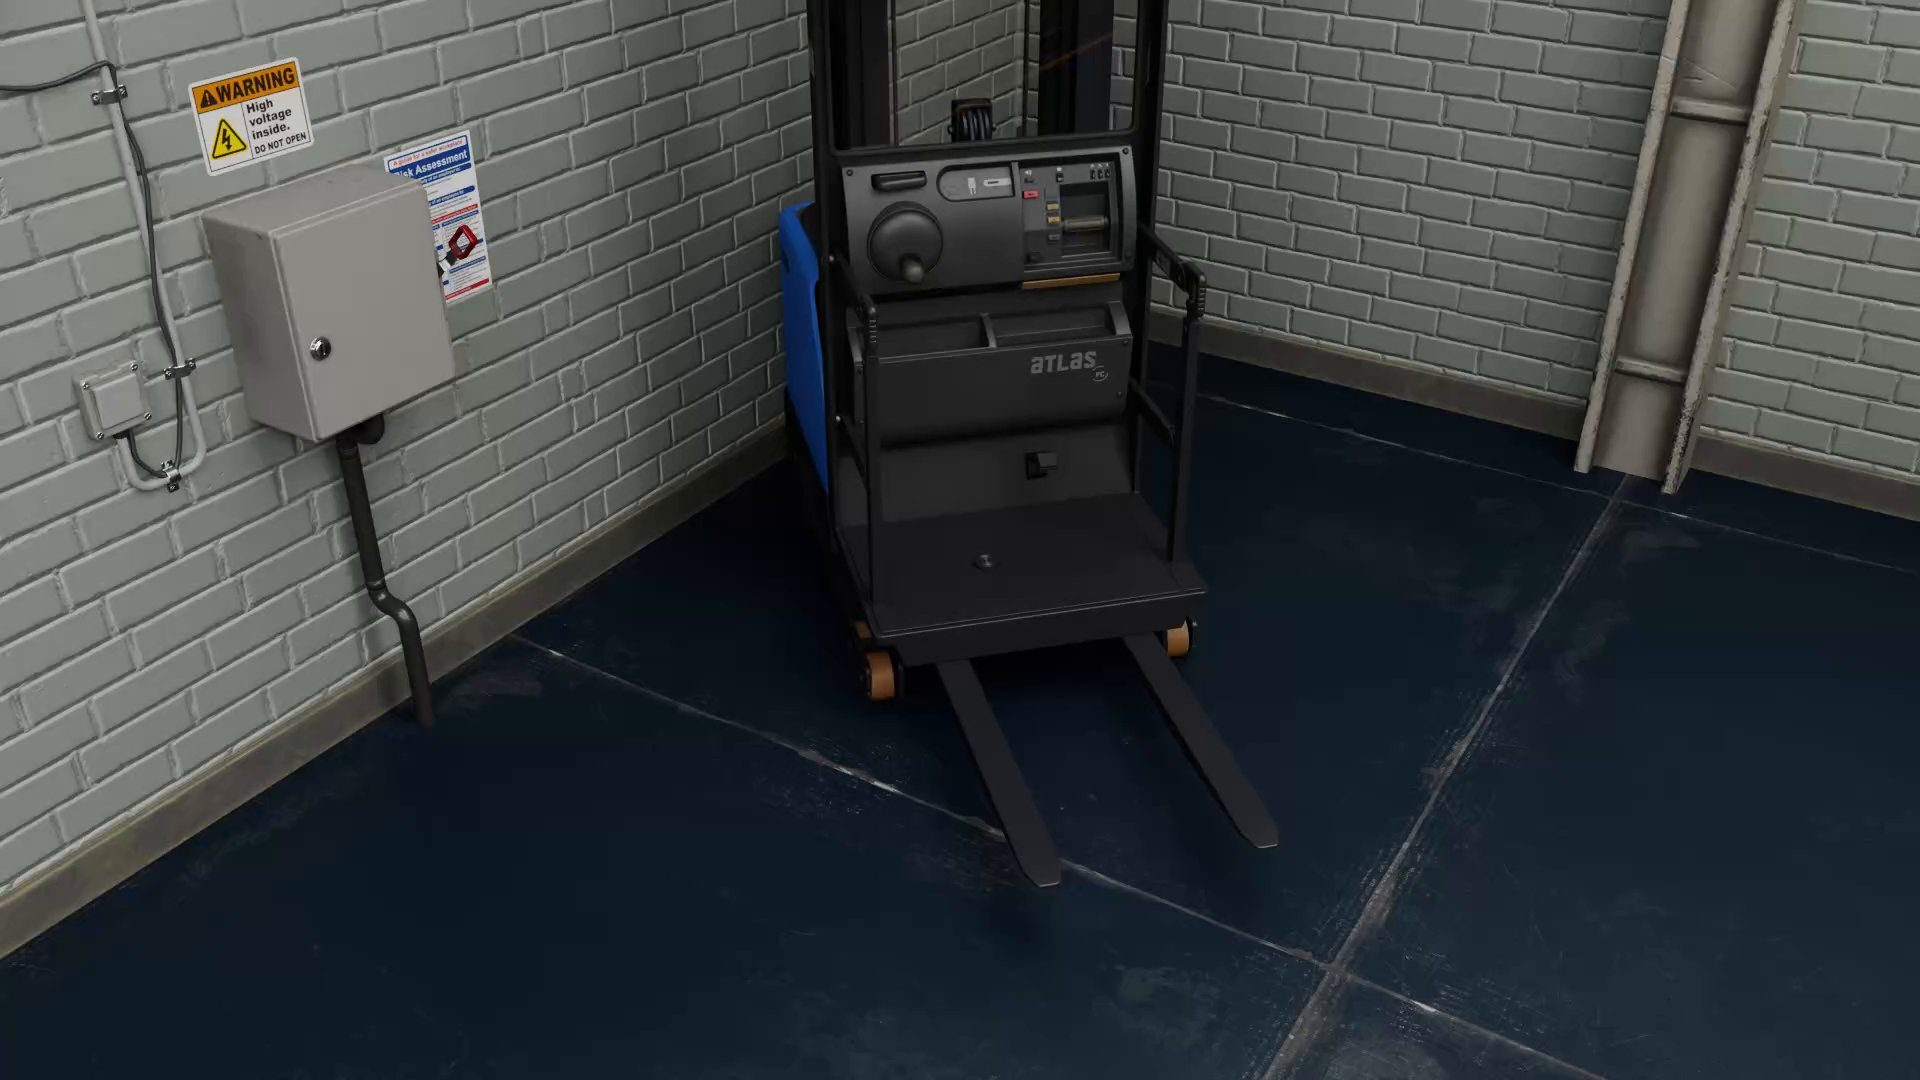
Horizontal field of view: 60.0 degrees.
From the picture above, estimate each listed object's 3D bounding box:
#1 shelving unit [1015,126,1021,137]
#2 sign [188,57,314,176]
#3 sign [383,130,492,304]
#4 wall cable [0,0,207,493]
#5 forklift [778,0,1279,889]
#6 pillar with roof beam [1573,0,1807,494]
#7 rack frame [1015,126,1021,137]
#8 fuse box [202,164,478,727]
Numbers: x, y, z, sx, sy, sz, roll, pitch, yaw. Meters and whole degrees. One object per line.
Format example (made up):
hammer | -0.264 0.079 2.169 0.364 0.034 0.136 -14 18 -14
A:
shelving unit | 0.352 -1.038 6.838 0.503 1.200 0.258 23 37 34
sign | -1.853 -1.113 4.361 0.001 0.242 0.339 18 35 27
sign | -1.561 -0.949 4.995 0.001 0.494 0.329 18 35 27
wall cable | -2.144 -0.914 3.831 0.122 1.984 0.588 18 35 27
forklift | 0.153 -0.961 4.988 1.130 2.935 3.031 -7 31 -12
pillar with roof beam | 0.442 -2.346 1.342 0.400 9.000 9.100 18 35 27
rack frame | 0.165 -1.117 6.973 0.015 1.200 0.240 23 37 34
fuse box | -1.648 -0.167 4.839 0.414 1.711 0.539 18 35 27
